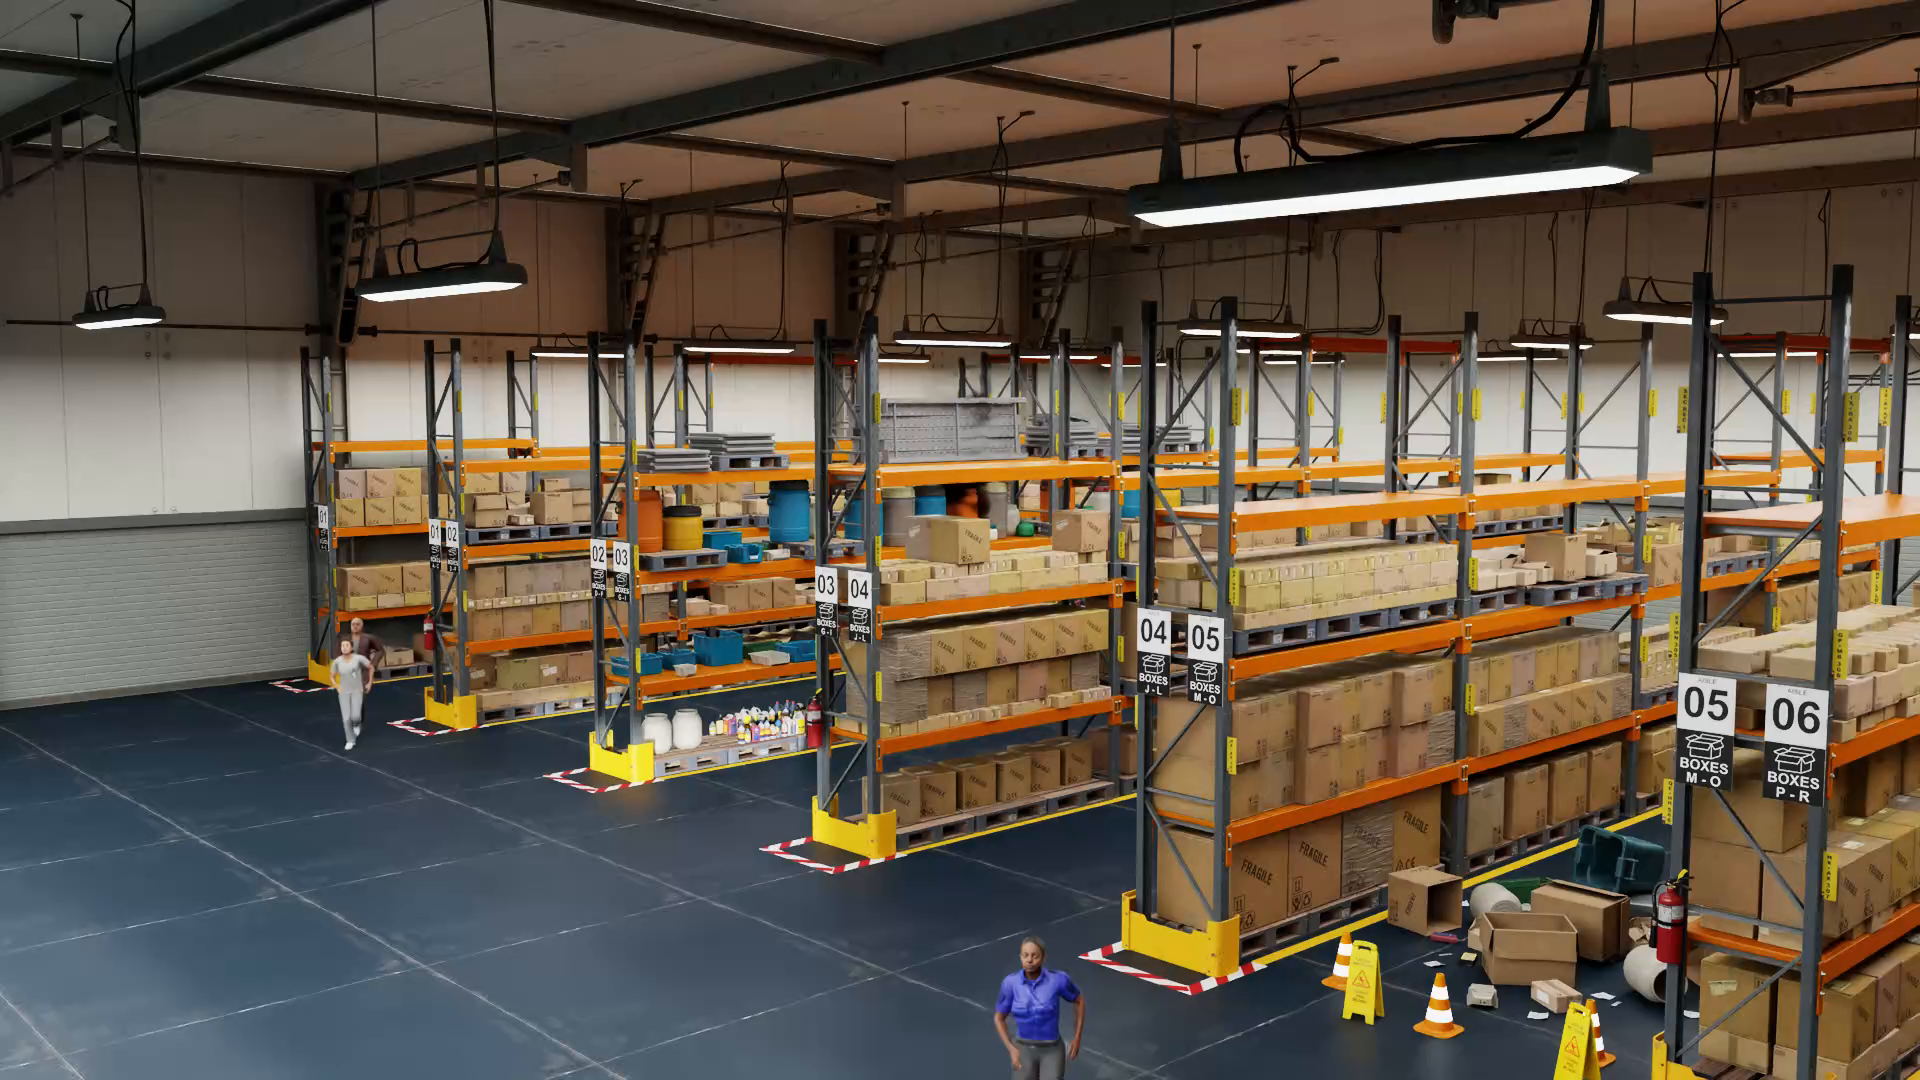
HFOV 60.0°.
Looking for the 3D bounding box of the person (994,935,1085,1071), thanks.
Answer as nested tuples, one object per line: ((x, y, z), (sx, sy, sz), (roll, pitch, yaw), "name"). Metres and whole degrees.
((0.513, 3.030, 10.895), (0.597, 0.849, 0.483), (1, 5, 7), "person")

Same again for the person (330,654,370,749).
((-8.875, 2.352, 24.219), (0.551, 1.395, 0.507), (-1, 5, -12), "person")

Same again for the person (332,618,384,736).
((-9.154, 2.072, 25.191), (0.720, 1.785, 0.658), (0, 5, -2), "person")
